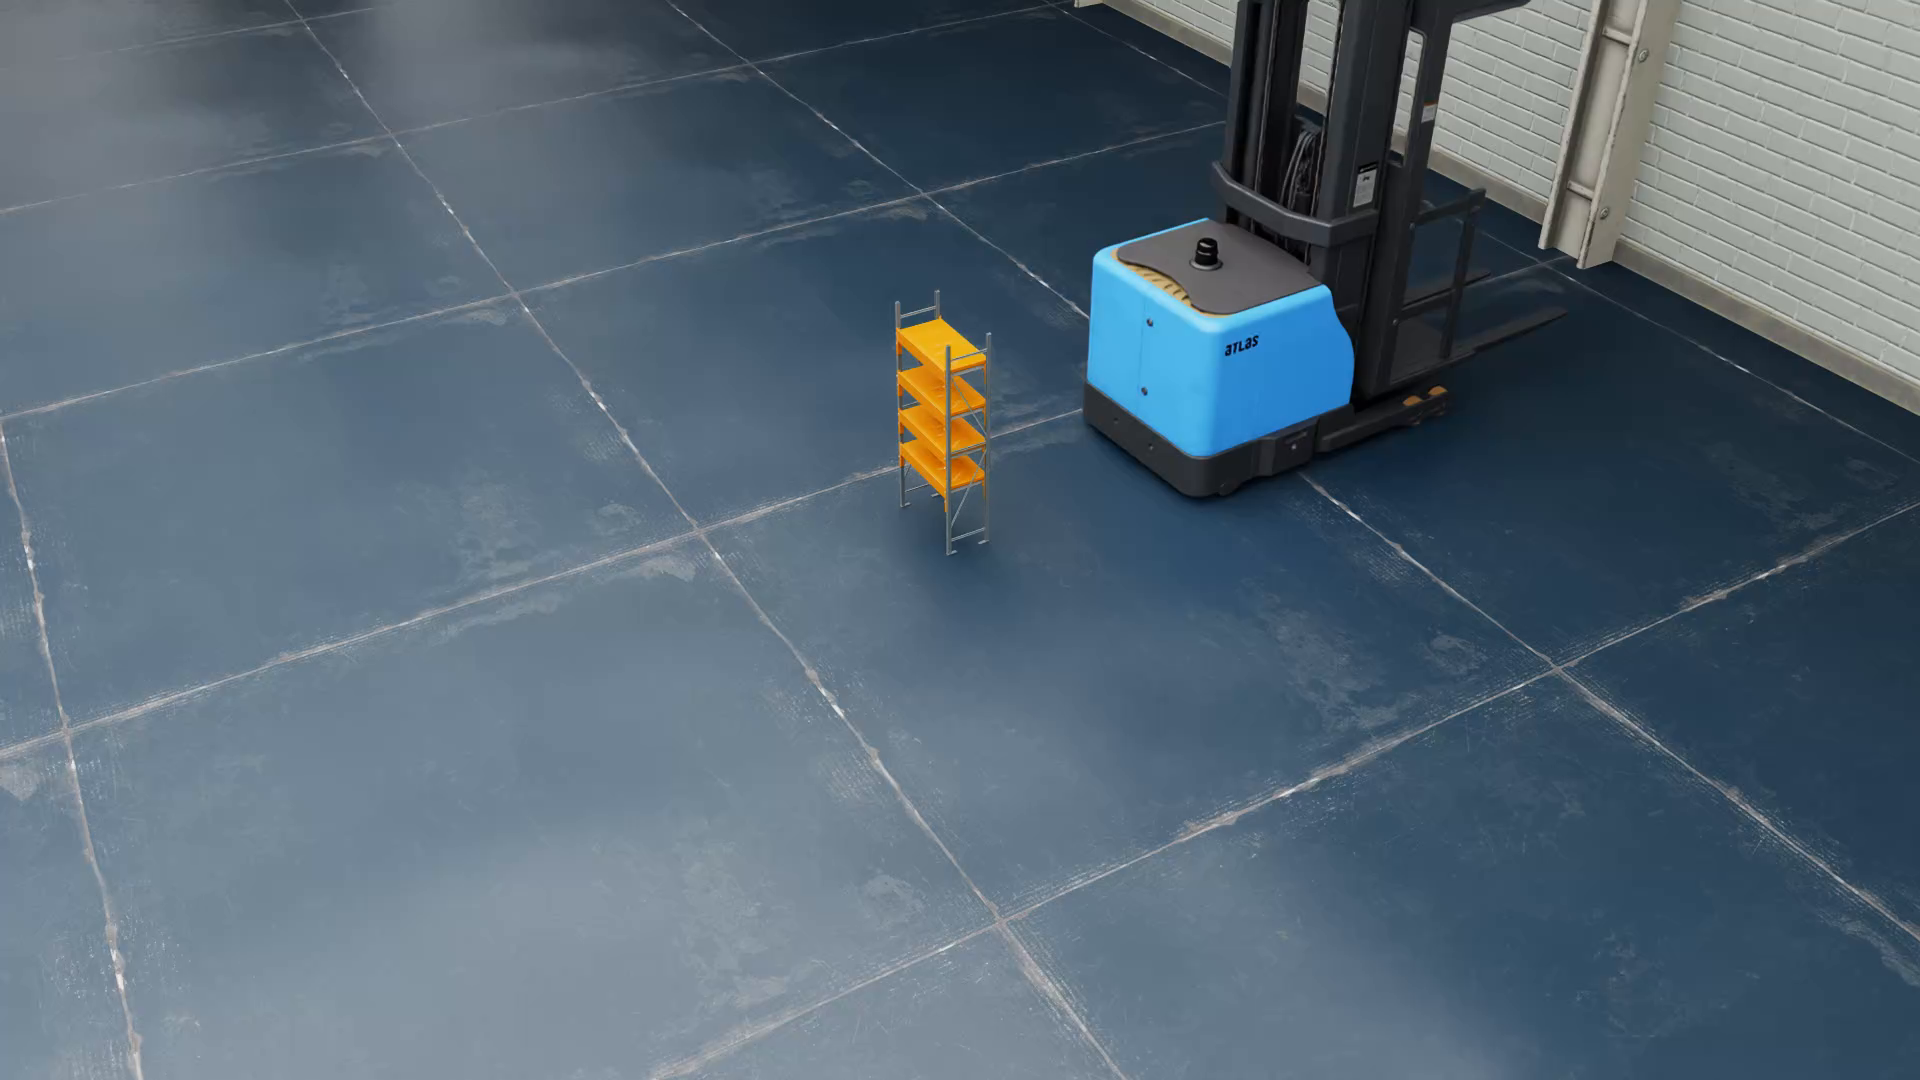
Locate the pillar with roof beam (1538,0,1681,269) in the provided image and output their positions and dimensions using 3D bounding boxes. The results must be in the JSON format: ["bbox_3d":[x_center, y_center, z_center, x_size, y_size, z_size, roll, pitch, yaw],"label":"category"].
[{"bbox_3d":[0.392,-4.278,6.705,9.100,9.000,0.400,-19,40,-24],"label":"pillar with roof beam"}]

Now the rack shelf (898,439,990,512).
[{"bbox_3d":[-0.083,-0.354,8.396,0.258,0.148,0.480,-19,40,-24],"label":"rack shelf"}]

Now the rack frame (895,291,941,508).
[{"bbox_3d":[-0.206,-0.693,8.409,0.240,1.200,0.015,-19,40,-24],"label":"rack frame"}]

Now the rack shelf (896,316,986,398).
[{"bbox_3d":[-0.083,-0.886,8.007,0.258,0.148,0.480,-19,40,-24],"label":"rack shelf"}]

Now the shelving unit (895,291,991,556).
[{"bbox_3d":[-0.083,-0.569,8.239,0.258,1.200,0.503,-19,40,-24],"label":"shelving unit"}]

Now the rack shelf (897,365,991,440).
[{"bbox_3d":[-0.083,-0.695,8.147,0.258,0.148,0.480,-19,40,-24],"label":"rack shelf"}]

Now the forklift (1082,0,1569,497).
[{"bbox_3d":[2.203,-2.067,8.822,3.031,2.935,1.130,-21,41,-26],"label":"forklift"}]

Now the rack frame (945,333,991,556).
[{"bbox_3d":[0.039,-0.445,8.069,0.240,1.200,0.015,-19,40,-24],"label":"rack frame"}]

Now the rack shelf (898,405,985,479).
[{"bbox_3d":[-0.083,-0.515,8.279,0.258,0.148,0.480,-19,40,-24],"label":"rack shelf"}]

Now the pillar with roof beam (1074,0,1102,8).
[{"bbox_3d":[-2.623,-7.337,10.894,9.100,9.000,0.400,-19,40,-24],"label":"pillar with roof beam"}]
